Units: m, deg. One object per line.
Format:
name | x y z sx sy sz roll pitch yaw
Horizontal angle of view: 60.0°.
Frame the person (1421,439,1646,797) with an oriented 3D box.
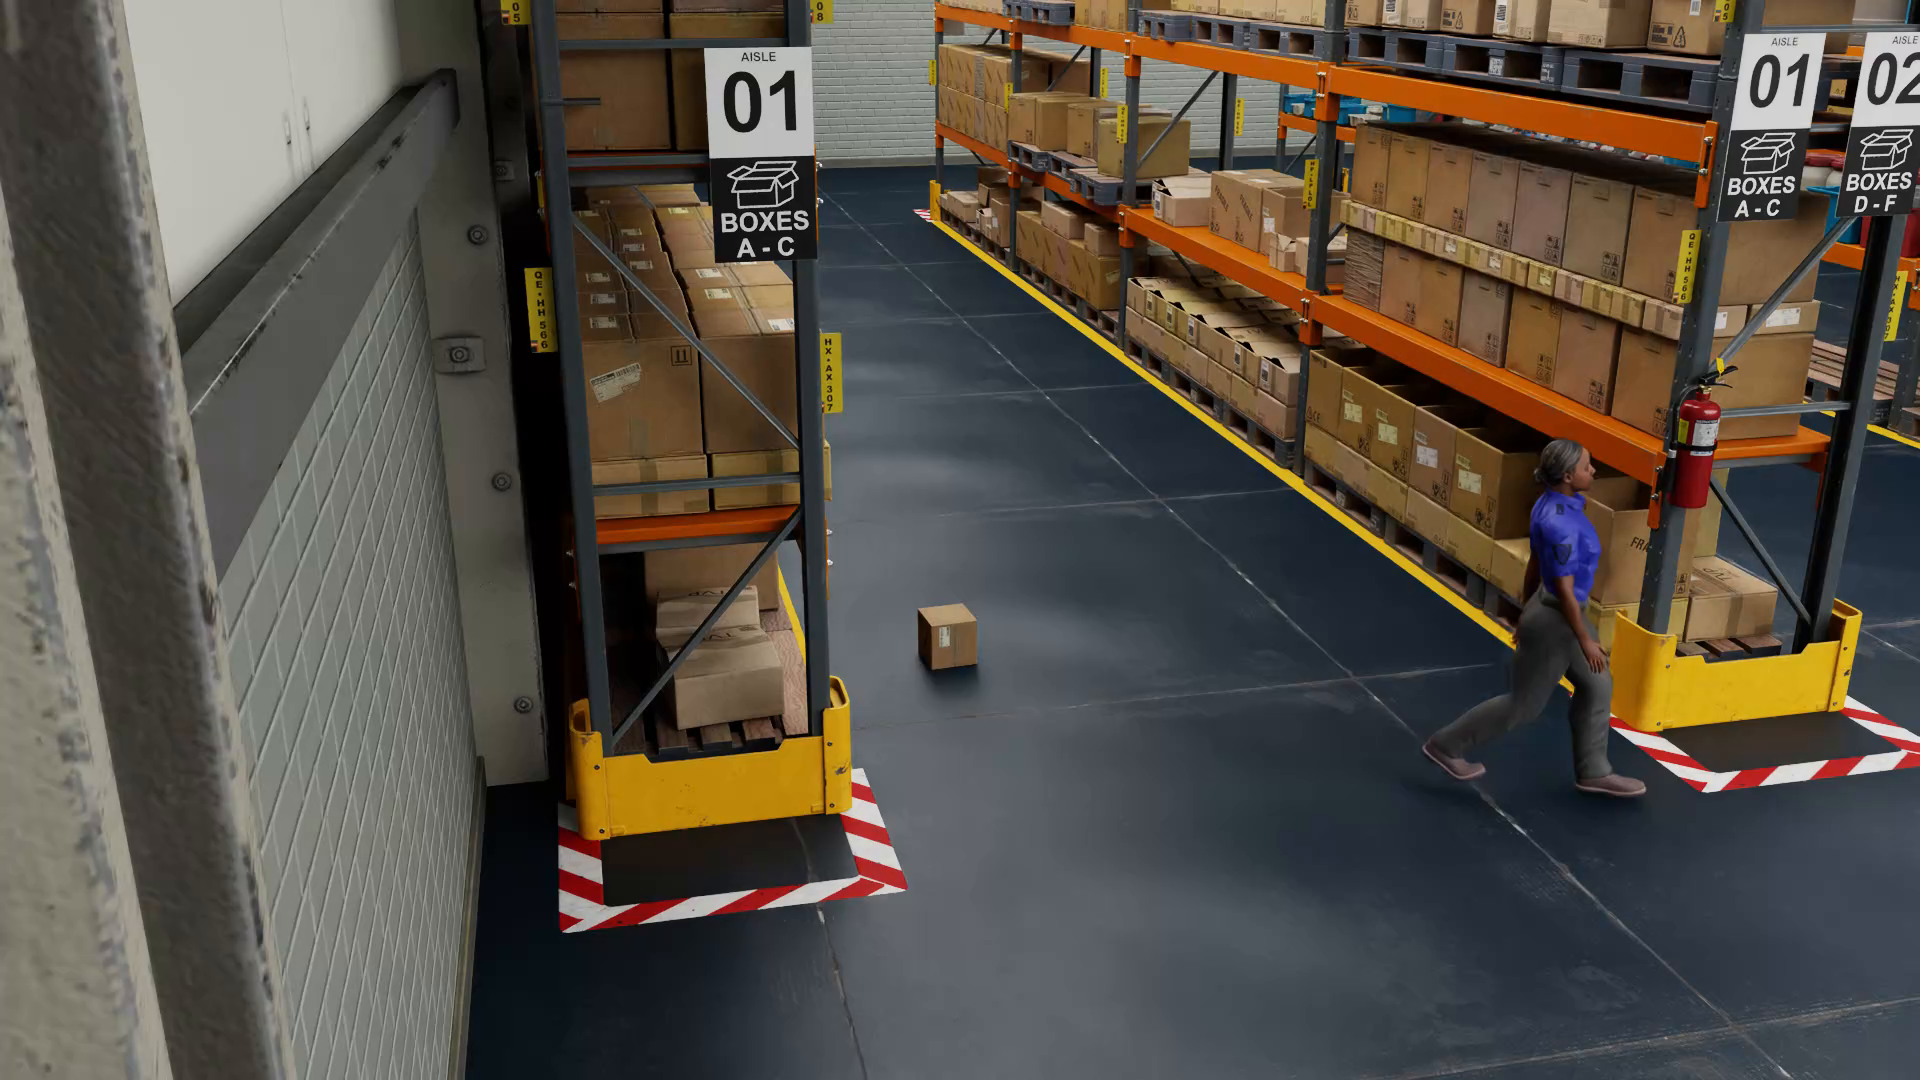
person | 2.524 0.349 7.091 0.954 1.605 0.447 7 21 18
